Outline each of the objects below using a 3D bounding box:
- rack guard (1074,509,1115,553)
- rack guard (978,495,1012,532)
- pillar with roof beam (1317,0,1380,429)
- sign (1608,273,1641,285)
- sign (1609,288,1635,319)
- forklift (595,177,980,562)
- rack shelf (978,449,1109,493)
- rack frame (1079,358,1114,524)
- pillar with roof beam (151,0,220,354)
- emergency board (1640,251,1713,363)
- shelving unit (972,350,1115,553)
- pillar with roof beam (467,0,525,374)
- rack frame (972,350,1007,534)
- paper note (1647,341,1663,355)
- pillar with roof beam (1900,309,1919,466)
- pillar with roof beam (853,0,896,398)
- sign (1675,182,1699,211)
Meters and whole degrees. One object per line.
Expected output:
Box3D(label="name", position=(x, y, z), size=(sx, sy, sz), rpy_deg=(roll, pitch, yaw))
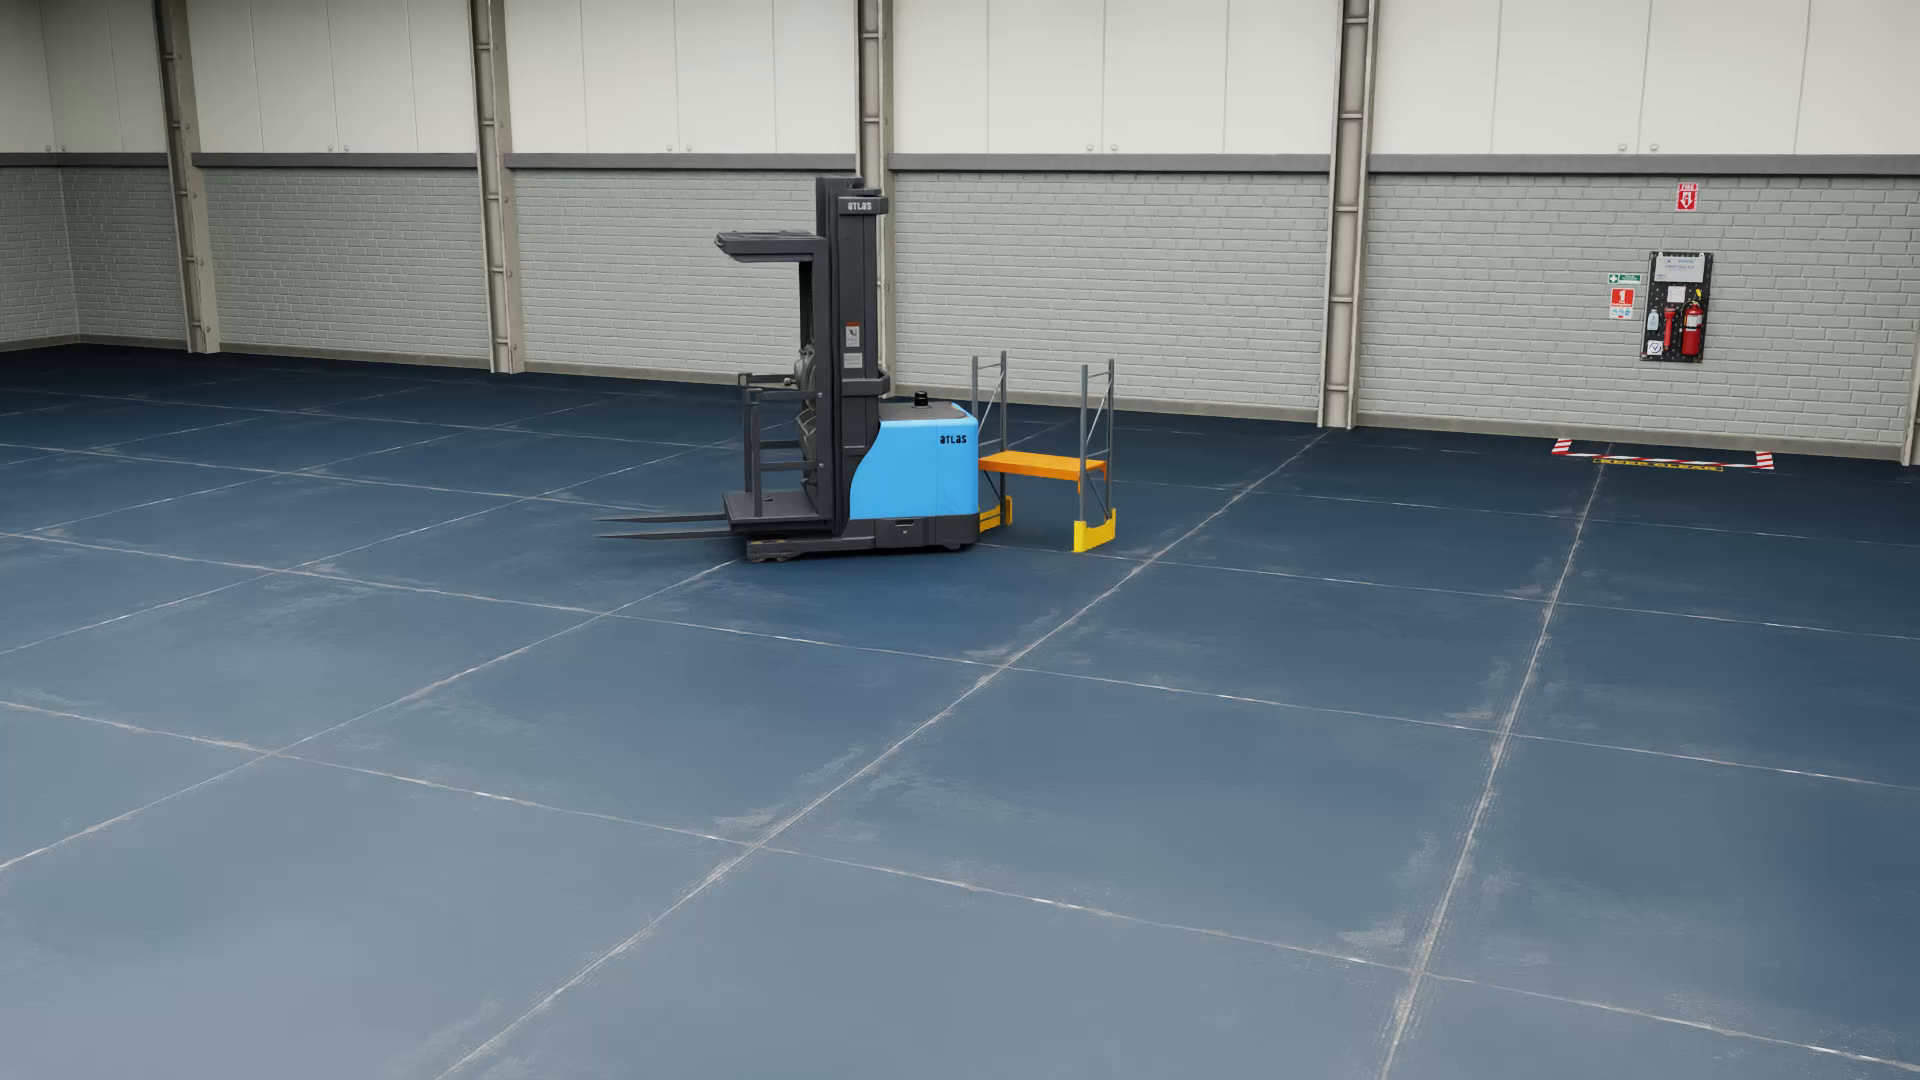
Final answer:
Box3D(label="rack guard", position=(1.100, -0.081, 13.552), size=(0.087, 0.250, 0.587), rpy_deg=(8, 16, 32))
Box3D(label="rack guard", position=(0.261, -0.204, 14.075), size=(0.087, 0.250, 0.587), rpy_deg=(8, 16, 32))
Box3D(label="pillar with roof beam", position=(2.662, -4.816, 14.582), size=(0.400, 9.000, 9.100), rpy_deg=(6, 14, 23))
Box3D(label="sign", position=(7.184, -2.822, 17.978), size=(0.331, 0.109, 0.001), rpy_deg=(6, 14, 23))
Box3D(label="sign", position=(7.184, -2.566, 18.048), size=(0.234, 0.329, 0.001), rpy_deg=(6, 14, 23))
Box3D(label="forklift", position=(-1.410, -1.382, 13.230), size=(3.031, 2.935, 1.130), rpy_deg=(-3, 13, -11))
Box3D(label="rack shelf", position=(0.673, -0.577, 13.717), size=(1.000, 0.185, 0.538), rpy_deg=(8, 16, 32))
Box3D(label="rack frame", position=(1.101, -0.689, 13.409), size=(0.032, 1.500, 0.500), rpy_deg=(8, 16, 32))
Box3D(label="pillar with roof beam", position=(-13.795, -6.482, 21.680), size=(0.400, 9.000, 9.100), rpy_deg=(6, 14, 23))
Box3D(label="emergency board", position=(7.648, -2.476, 17.742), size=(0.643, 1.169, 0.194), rpy_deg=(6, 14, 23))
Box3D(label="shelving unit", position=(0.680, -0.751, 13.671), size=(1.083, 1.500, 0.587), rpy_deg=(8, 16, 32))
Box3D(label="pillar with roof beam", position=(-8.310, -5.927, 19.314), size=(0.400, 9.000, 9.100), rpy_deg=(6, 14, 23))
Box3D(label="rack frame", position=(0.245, -0.815, 13.943), size=(0.032, 1.500, 0.500), rpy_deg=(8, 16, 32))
Box3D(label="paper note", position=(7.514, -2.078, 17.974), size=(0.142, 0.148, 0.016), rpy_deg=(6, 14, 23))
Box3D(label="pillar with roof beam", position=(8.148, -4.261, 12.216), size=(0.400, 9.000, 9.100), rpy_deg=(6, 14, 23))
Box3D(label="pillar with roof beam", position=(-2.824, -5.372, 16.948), size=(0.400, 9.000, 9.100), rpy_deg=(6, 14, 23))
Box3D(label="sign", position=(7.681, -3.626, 17.569), size=(0.199, 0.298, 0.001), rpy_deg=(6, 14, 23))
